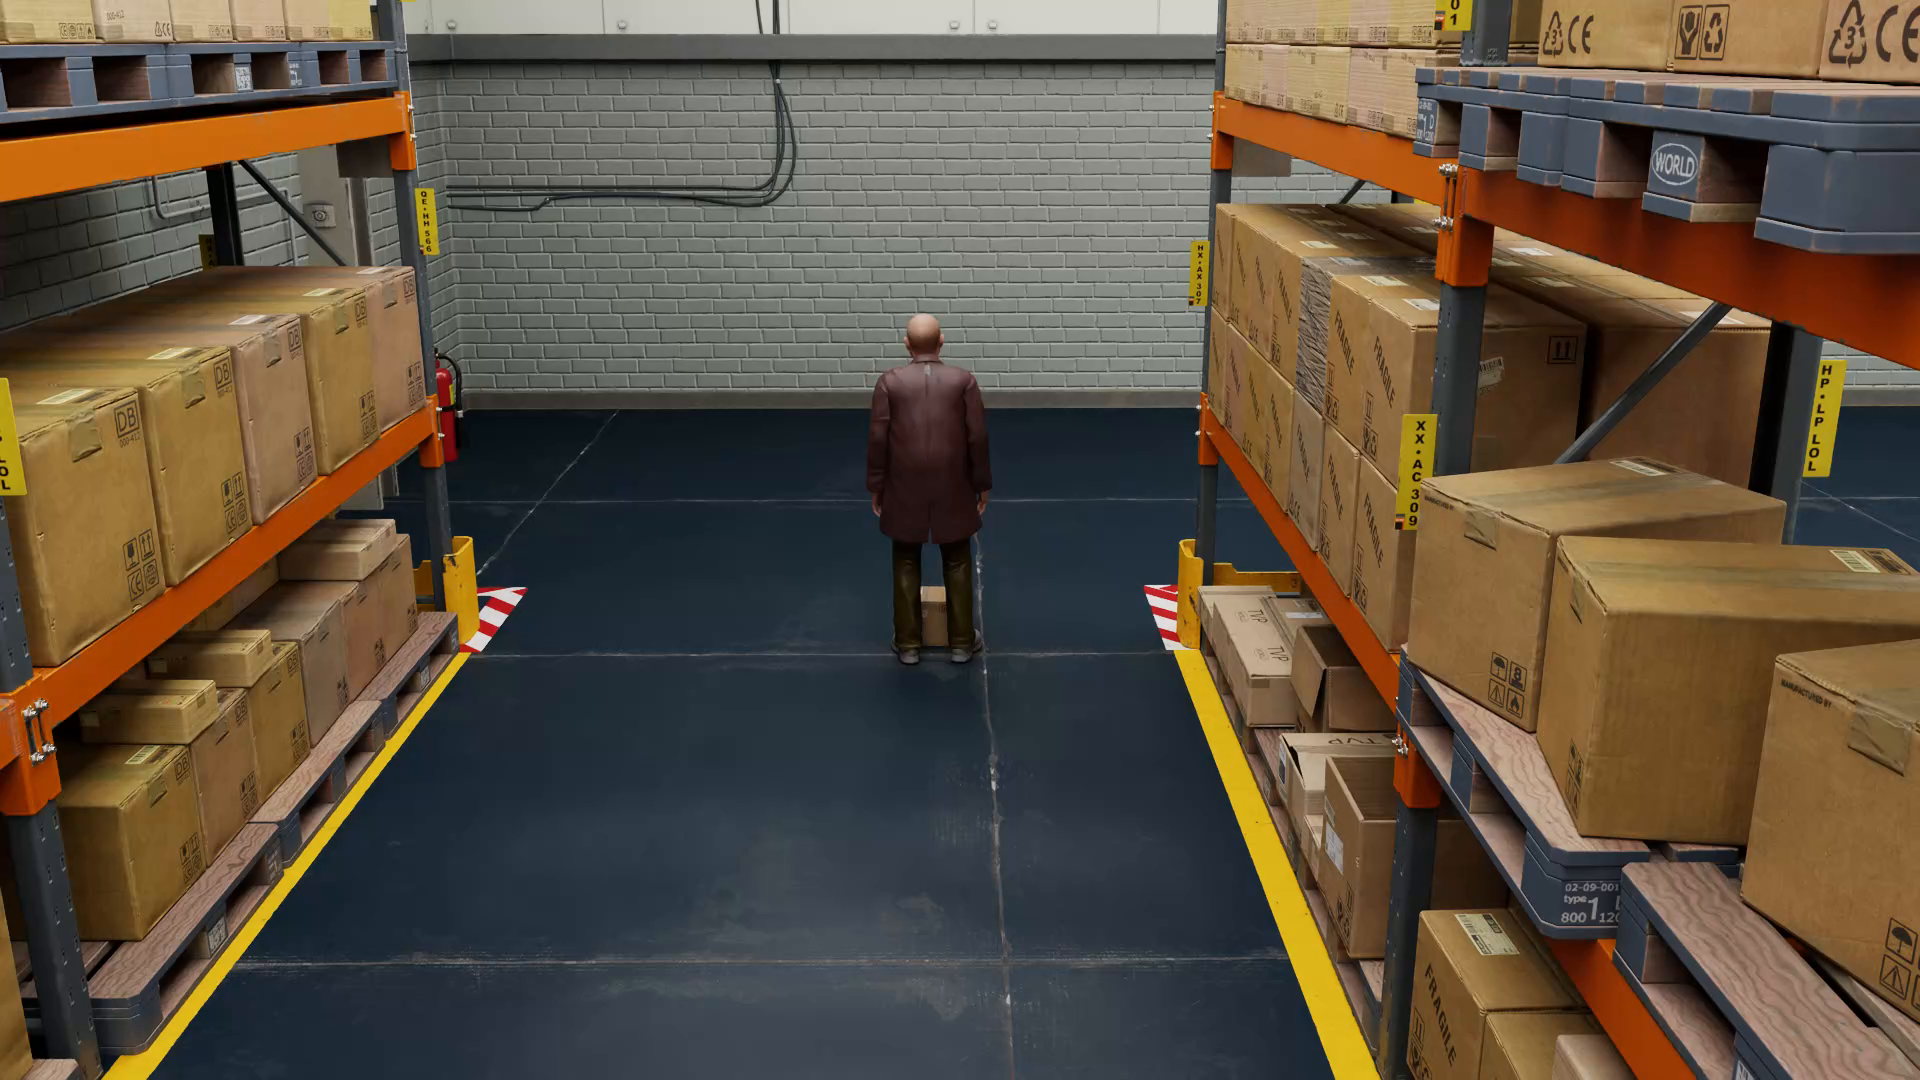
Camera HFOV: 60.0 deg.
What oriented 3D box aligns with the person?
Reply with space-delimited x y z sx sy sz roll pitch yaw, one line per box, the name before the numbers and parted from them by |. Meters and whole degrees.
person | -0.156 -0.252 8.403 0.640 1.773 0.427 0 17 -1
